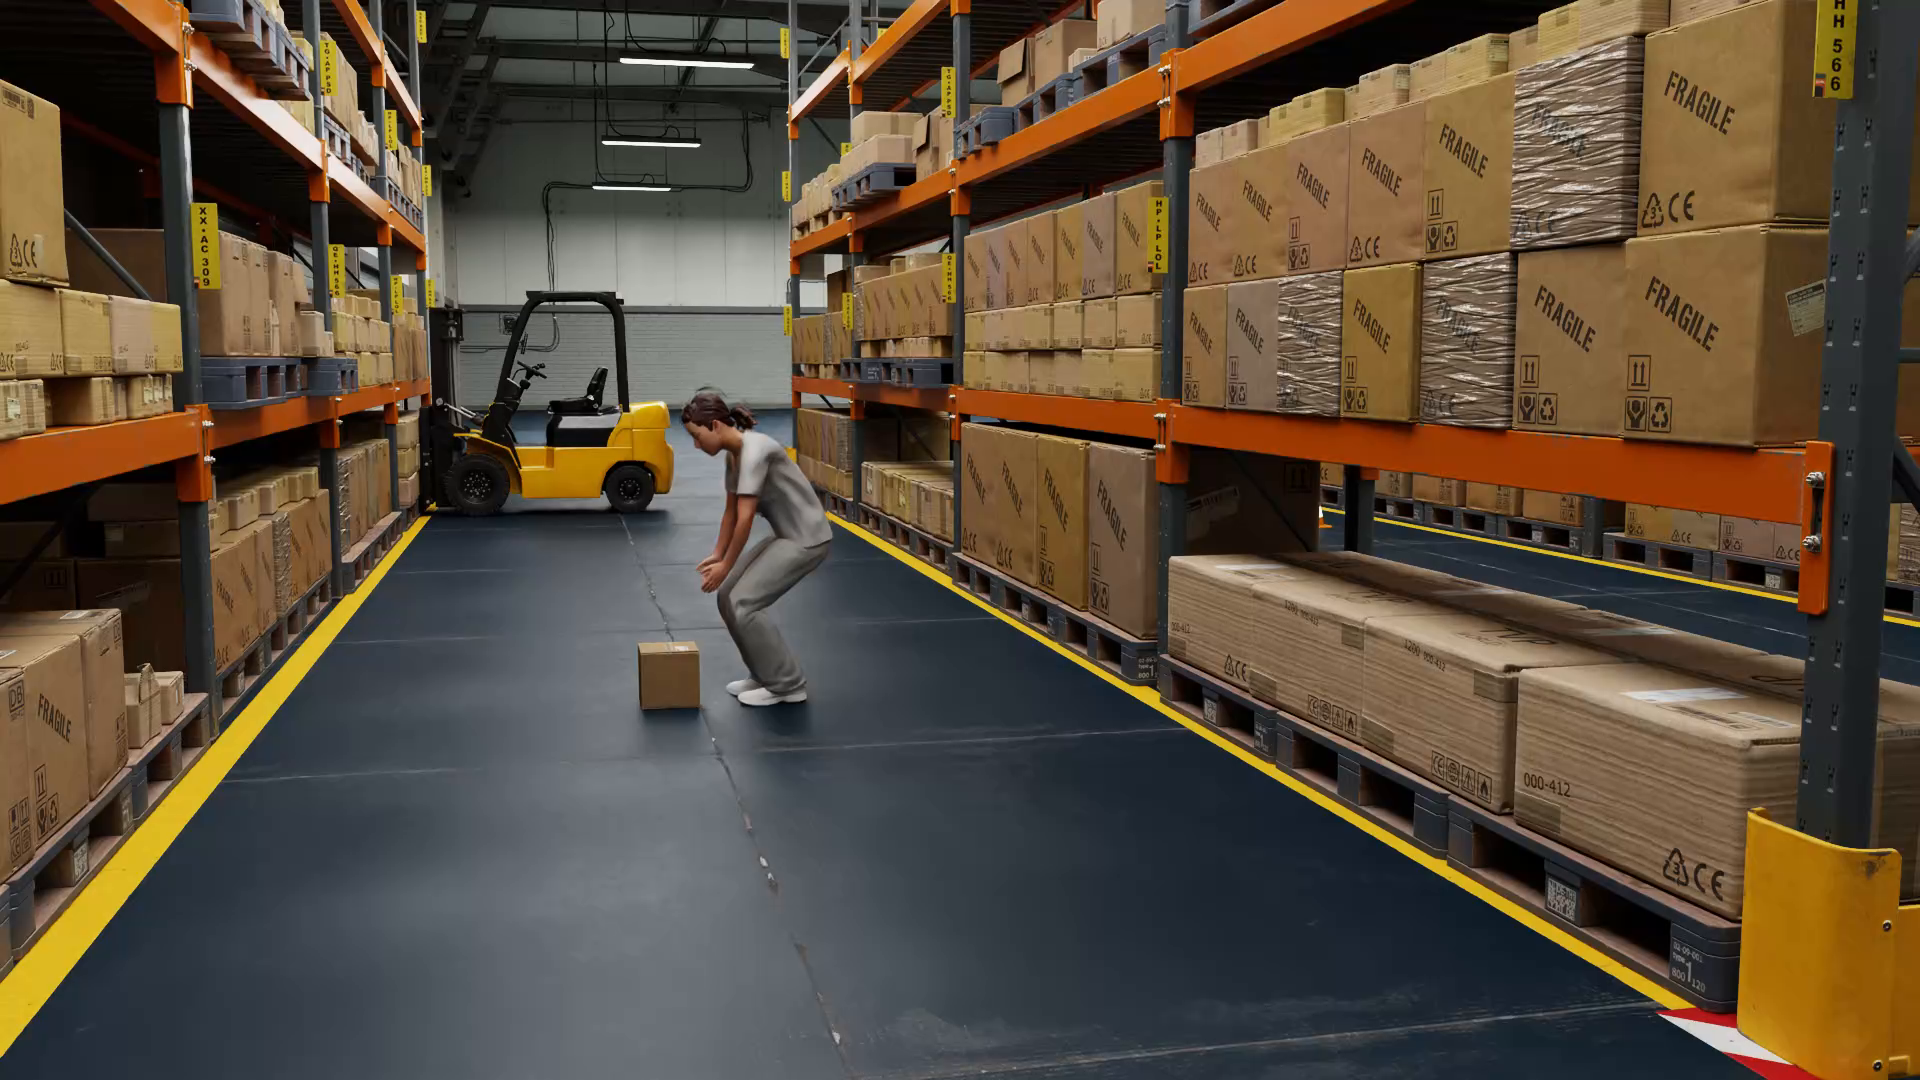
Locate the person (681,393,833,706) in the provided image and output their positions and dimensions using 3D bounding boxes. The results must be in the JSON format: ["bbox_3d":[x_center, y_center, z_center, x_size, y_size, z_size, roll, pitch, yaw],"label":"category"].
[{"bbox_3d":[-0.882,0.037,7.287,0.652,1.362,0.491,-1,6,-14],"label":"person"}]
